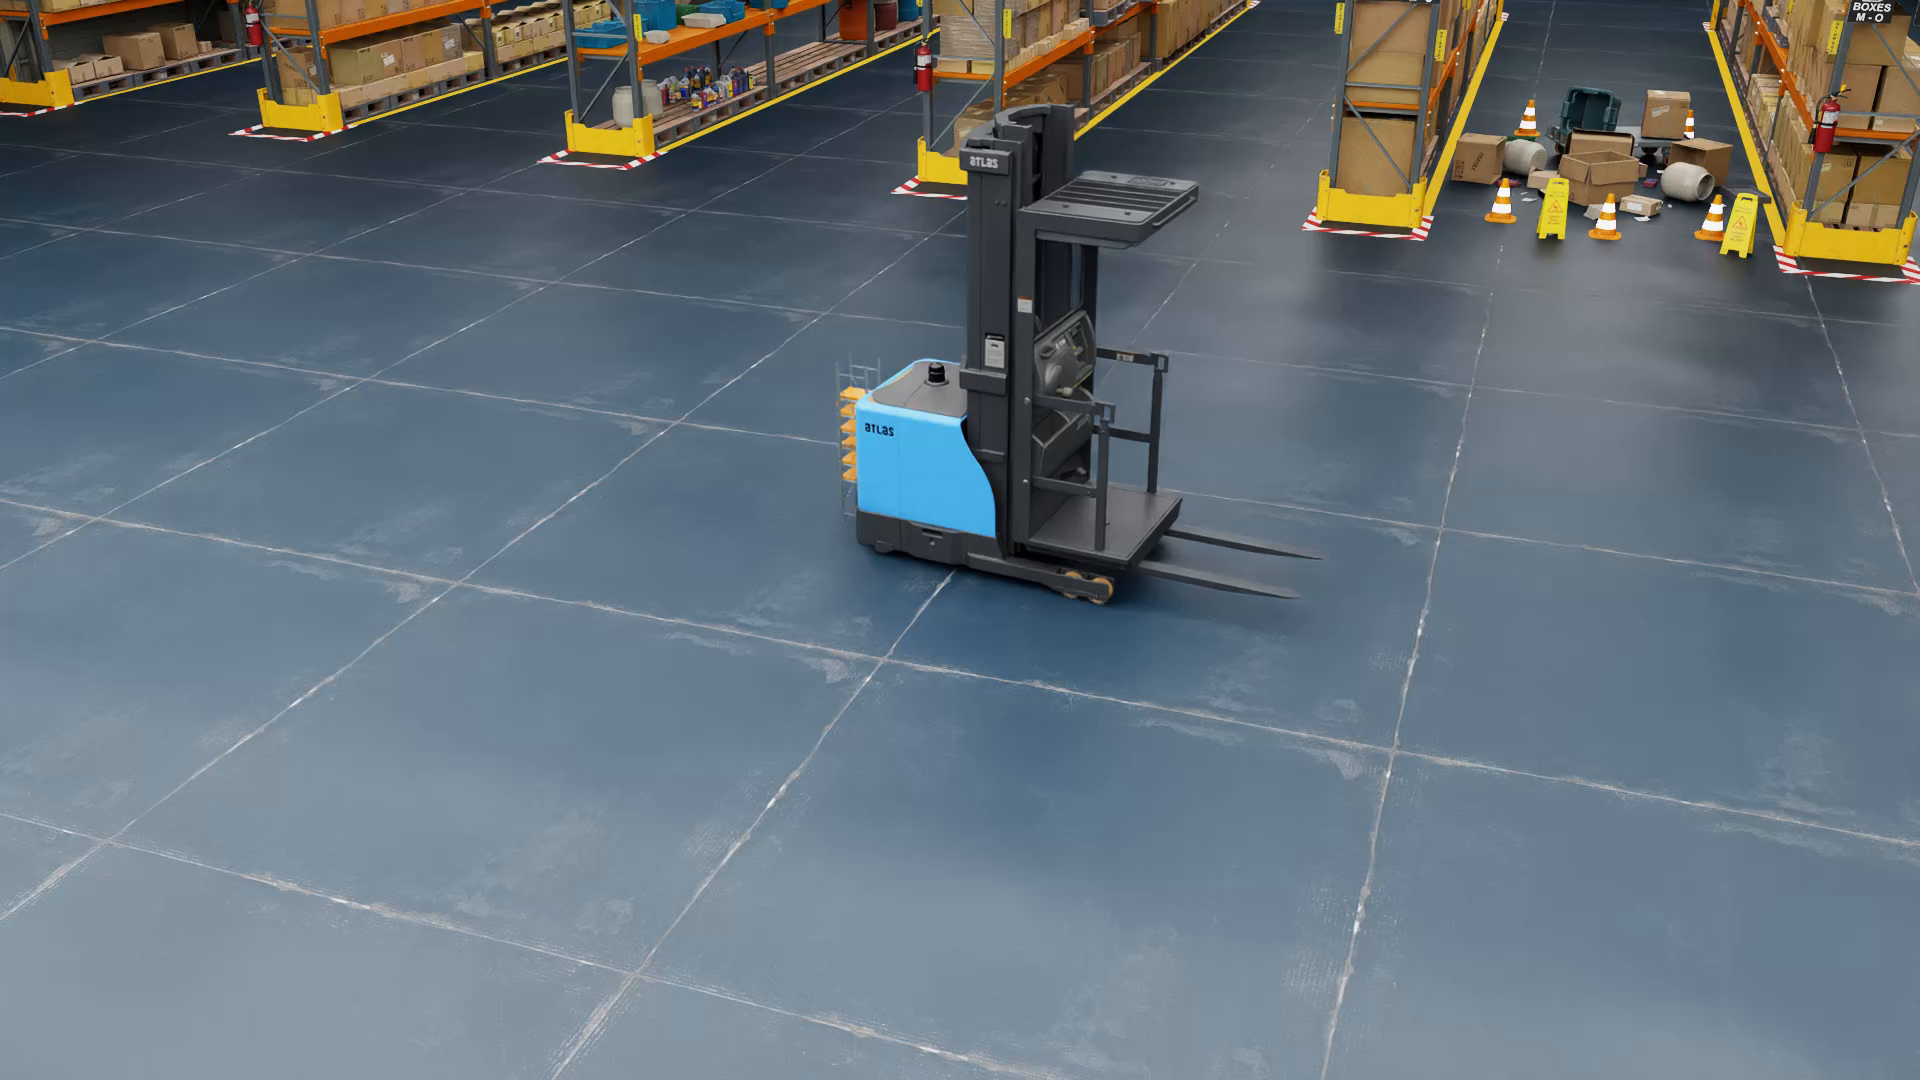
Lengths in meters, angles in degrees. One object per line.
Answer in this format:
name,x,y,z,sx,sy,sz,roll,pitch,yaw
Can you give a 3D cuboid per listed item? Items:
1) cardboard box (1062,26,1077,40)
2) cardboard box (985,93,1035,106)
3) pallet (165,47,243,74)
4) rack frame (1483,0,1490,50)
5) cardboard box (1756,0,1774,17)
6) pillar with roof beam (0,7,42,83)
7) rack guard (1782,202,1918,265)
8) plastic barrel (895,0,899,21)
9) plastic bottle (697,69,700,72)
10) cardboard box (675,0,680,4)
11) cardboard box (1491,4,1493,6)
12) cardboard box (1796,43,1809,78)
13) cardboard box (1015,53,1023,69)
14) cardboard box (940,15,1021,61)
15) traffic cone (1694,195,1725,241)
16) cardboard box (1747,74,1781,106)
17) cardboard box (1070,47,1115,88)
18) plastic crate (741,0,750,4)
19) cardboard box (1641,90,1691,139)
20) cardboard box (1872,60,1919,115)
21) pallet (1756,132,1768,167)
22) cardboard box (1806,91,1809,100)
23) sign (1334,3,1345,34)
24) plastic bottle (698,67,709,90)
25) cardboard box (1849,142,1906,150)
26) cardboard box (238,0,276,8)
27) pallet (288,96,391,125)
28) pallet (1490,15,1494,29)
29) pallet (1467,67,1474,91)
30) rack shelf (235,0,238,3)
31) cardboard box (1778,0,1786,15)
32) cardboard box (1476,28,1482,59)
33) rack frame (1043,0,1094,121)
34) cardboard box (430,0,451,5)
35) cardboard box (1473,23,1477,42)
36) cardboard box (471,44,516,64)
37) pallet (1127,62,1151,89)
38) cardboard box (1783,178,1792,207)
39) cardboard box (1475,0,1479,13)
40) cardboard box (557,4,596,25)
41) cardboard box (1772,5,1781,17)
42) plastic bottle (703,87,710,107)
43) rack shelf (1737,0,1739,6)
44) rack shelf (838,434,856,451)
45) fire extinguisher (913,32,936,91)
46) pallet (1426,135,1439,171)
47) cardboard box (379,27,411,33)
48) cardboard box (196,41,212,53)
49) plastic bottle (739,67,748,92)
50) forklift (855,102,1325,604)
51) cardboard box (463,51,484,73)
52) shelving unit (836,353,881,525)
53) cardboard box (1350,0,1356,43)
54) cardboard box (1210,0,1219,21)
cardboard box,1.368,-6.866,22.501,0.380,0.149,0.250,9,27,17
cardboard box,0.658,-5.604,21.992,0.500,0.500,0.500,11,28,22
pallet,-12.831,-8.043,27.843,1.003,0.211,1.213,9,27,17
rack frame,8.678,-9.951,28.584,1.000,3.000,0.127,9,27,17
cardboard box,11.972,-7.809,24.332,0.500,0.250,0.500,8,27,16
pillar with roof beam,-10.495,-10.425,22.678,9.100,9.000,0.400,9,27,17
rack guard,9.412,-3.250,17.612,1.175,0.500,0.348,9,27,17
plastic barrel,-1.341,-9.768,30.580,0.421,0.512,0.421,0,26,0
plastic bottle,-3.899,-6.911,24.925,0.152,0.276,0.135,10,27,19
cardboard box,-5.707,-10.361,31.795,0.500,0.500,0.500,8,27,16
cardboard box,9.669,-9.845,30.814,0.380,0.149,0.250,10,28,20
cardboard box,9.984,-5.612,19.166,0.500,0.500,0.500,9,27,17
cardboard box,0.560,-5.951,20.610,0.380,0.149,0.250,9,27,17
cardboard box,0.250,-6.182,20.343,0.875,0.500,0.500,9,27,17
traffic cone,8.313,-3.566,18.307,0.336,0.463,0.334,9,27,17
cardboard box,11.851,-6.407,23.797,0.950,0.372,0.625,7,27,14
cardboard box,1.959,-7.170,25.203,0.700,0.500,0.500,6,27,13
plastic crate,-3.426,-8.415,25.338,0.402,0.464,0.583,9,27,17
cardboard box,9.029,-5.449,21.285,0.500,0.500,0.500,9,27,17
cardboard box,9.806,-4.677,17.235,0.500,0.500,0.500,8,27,17
pallet,10.975,-5.052,21.666,1.003,0.211,1.213,9,27,17
cardboard box,9.669,-4.951,18.545,0.380,0.149,0.250,8,27,17
sign,4.178,-5.732,18.270,0.100,0.325,0.005,9,27,17
plastic bottle,-3.822,-6.856,24.727,0.144,0.351,0.185,9,27,17
cardboard box,10.093,-4.149,18.414,0.500,0.500,0.500,8,27,16
cardboard box,-12.268,-9.476,29.106,0.500,0.250,0.500,8,27,16
pallet,-9.084,-6.284,24.210,1.003,0.211,1.213,9,27,17
pallet,9.680,-9.980,31.844,1.003,0.211,1.213,9,27,17
pallet,7.609,-7.373,26.460,1.003,0.211,1.213,9,27,17
rack shelf,-11.975,-10.077,29.671,1.077,0.370,4.000,9,27,17
cardboard box,11.170,-7.209,21.982,0.500,0.500,0.500,8,27,15
cardboard box,8.324,-8.254,27.465,0.500,0.500,0.500,8,27,16
rack frame,1.372,-7.424,23.366,1.000,3.000,0.127,9,27,17
cardboard box,-8.279,-8.507,25.486,0.700,0.500,0.500,8,27,17
cardboard box,7.805,-7.957,25.992,0.500,0.250,0.500,8,27,15
cardboard box,-7.600,-7.944,27.112,0.500,0.250,0.500,8,27,16
pallet,2.442,-7.492,26.706,1.003,0.211,1.213,9,27,17
cardboard box,9.582,-3.878,18.714,0.500,0.250,0.500,9,27,18
cardboard box,7.451,-8.128,24.705,0.500,0.500,0.500,9,27,17
cardboard box,-6.746,-9.245,29.155,0.500,0.311,0.500,8,27,17
cardboard box,11.394,-7.273,22.860,0.380,0.149,0.250,9,27,18
plastic bottle,-3.618,-6.310,23.689,0.097,0.271,0.097,0,26,0
rack shelf,14.045,-9.773,29.042,1.077,0.370,4.000,9,27,17
rack shelf,-0.686,-0.634,11.507,0.258,0.103,0.180,11,28,23
fire extinguisher,-0.431,-5.766,20.028,0.296,0.674,0.183,9,27,17
pallet,5.689,-5.107,21.780,1.003,0.211,1.213,9,27,17
cardboard box,-8.750,-7.595,25.532,0.500,0.500,0.500,9,27,17
cardboard box,-12.790,-8.278,27.875,0.380,0.166,0.250,5,26,11
plastic bottle,-3.241,-6.842,24.698,0.144,0.351,0.185,8,27,16
forklift,0.853,-1.174,10.536,3.031,2.935,1.130,12,28,23
cardboard box,-7.916,-7.592,26.385,0.500,0.250,0.500,9,27,17
shelving unit,-0.686,-0.674,11.488,0.258,1.200,0.189,11,28,23
cardboard box,4.941,-5.960,18.929,0.875,0.550,0.550,9,27,17
cardboard box,4.330,-10.204,31.063,0.875,0.875,0.875,9,27,17
